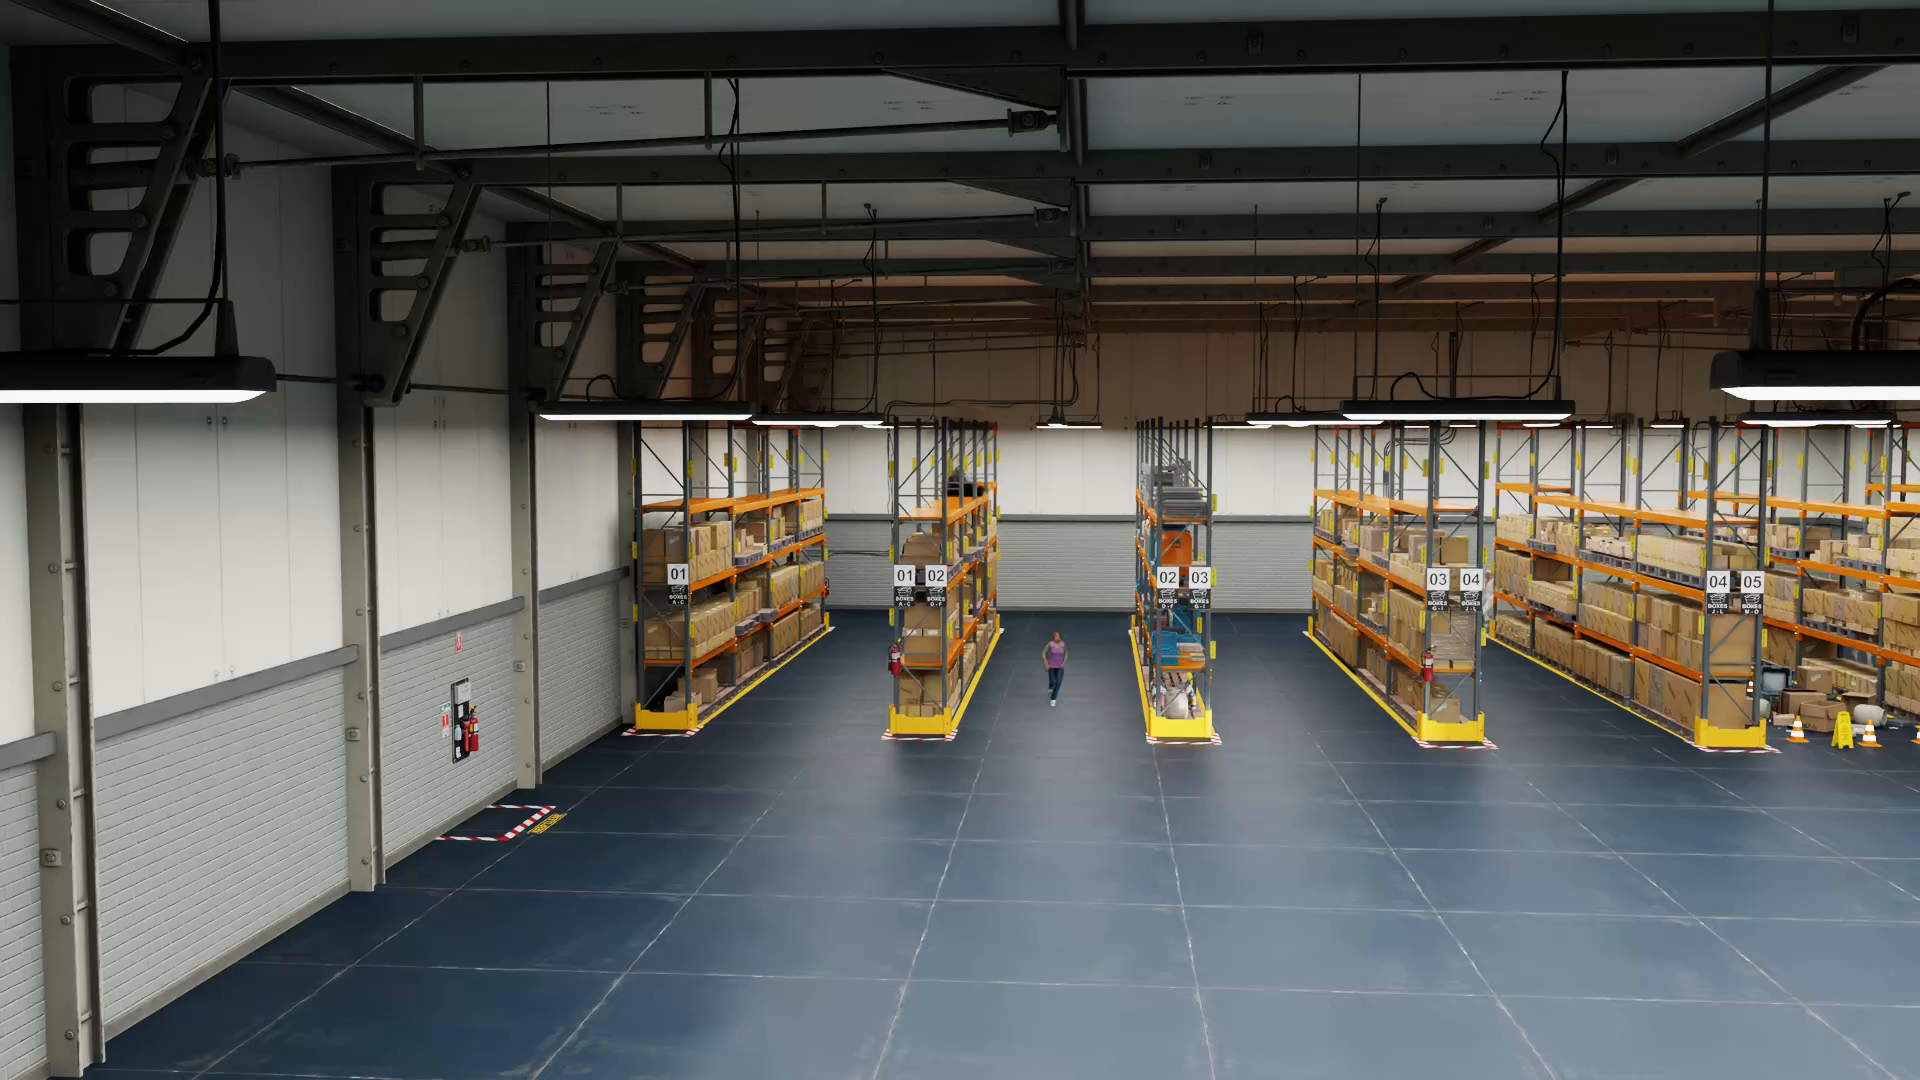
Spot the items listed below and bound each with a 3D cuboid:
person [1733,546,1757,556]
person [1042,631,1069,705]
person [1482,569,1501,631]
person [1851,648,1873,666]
[{"bbox_3d":[18.048,1.443,37.965,7.512,3.601,15.151,0,4,1],"label":"person"},{"bbox_3d":[2.007,2.680,34.862,0.552,1.558,0.533,-1,4,-8],"label":"person"},{"bbox_3d":[15.178,1.738,47.567,0.824,1.817,0.668,-1,4,-19],"label":"person"},{"bbox_3d":[21.493,2.282,39.616,0.596,1.740,0.720,0,4,0],"label":"person"}]
